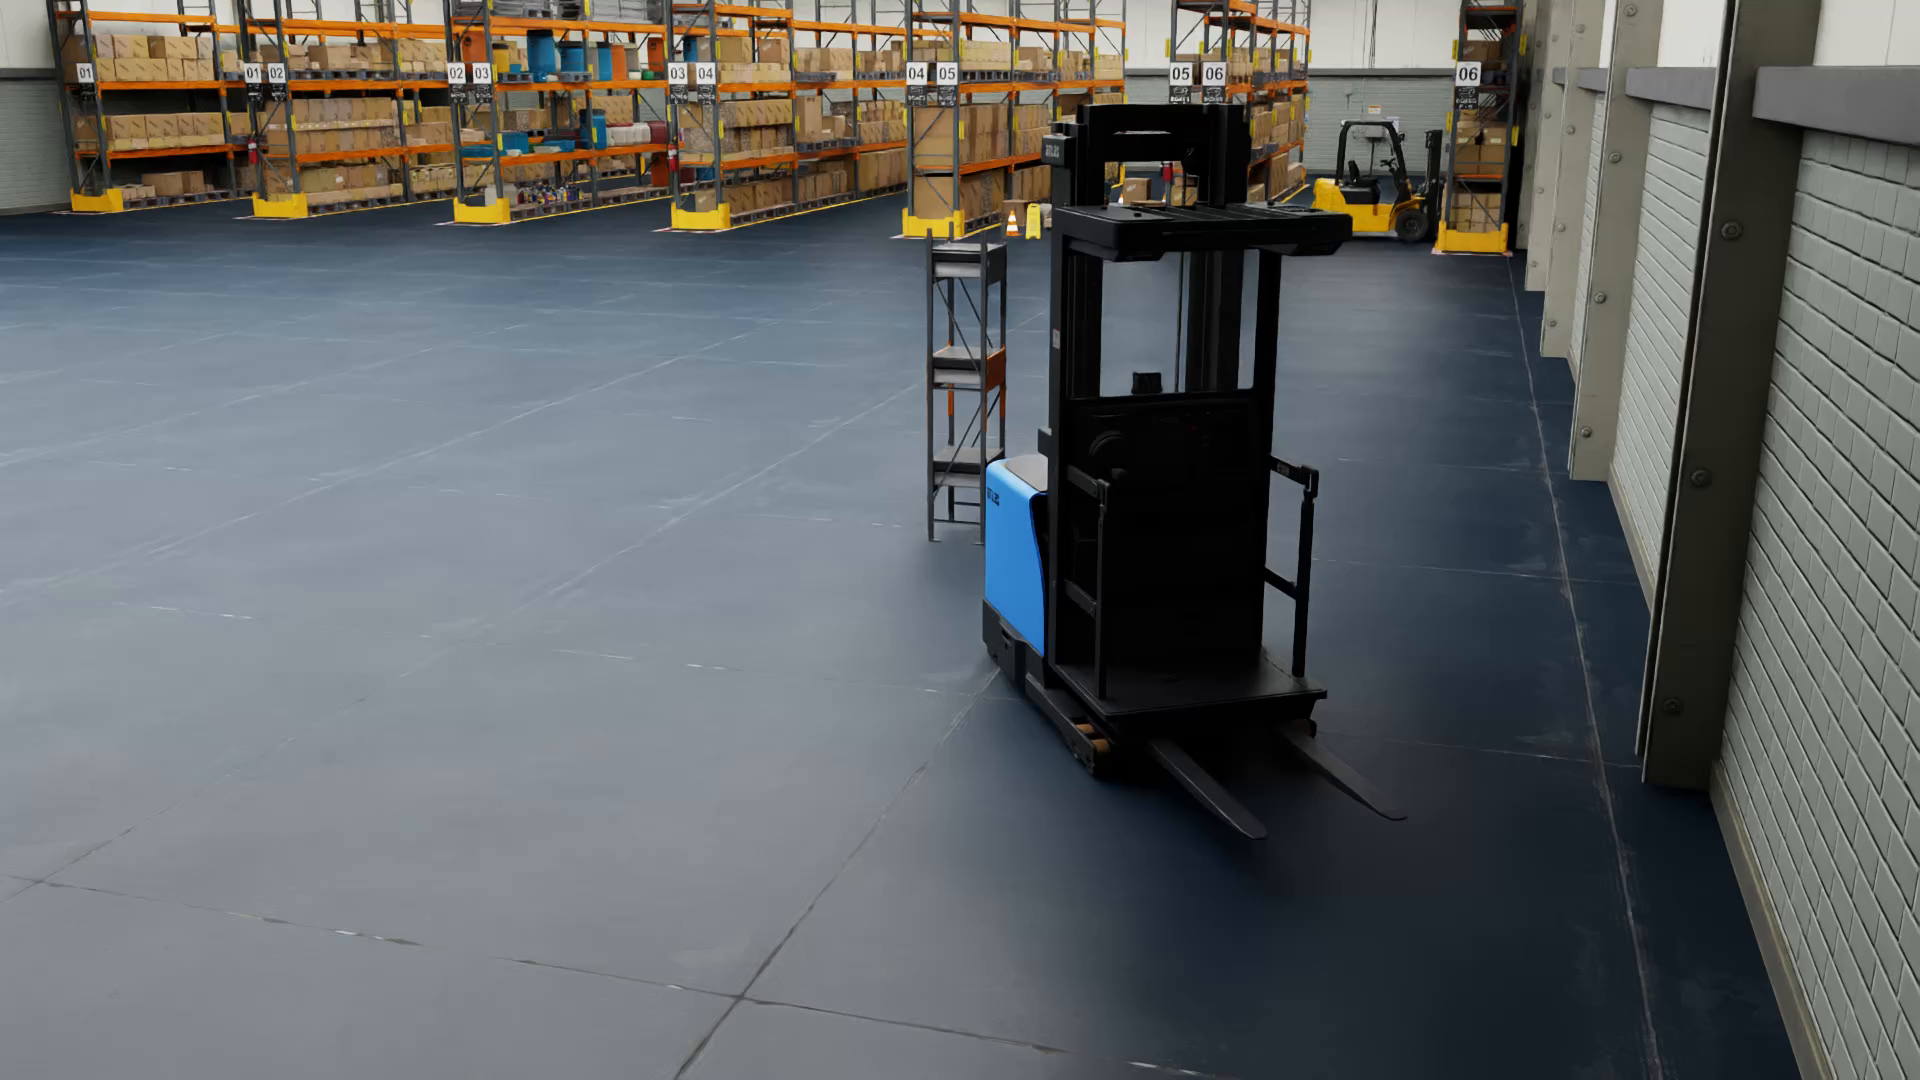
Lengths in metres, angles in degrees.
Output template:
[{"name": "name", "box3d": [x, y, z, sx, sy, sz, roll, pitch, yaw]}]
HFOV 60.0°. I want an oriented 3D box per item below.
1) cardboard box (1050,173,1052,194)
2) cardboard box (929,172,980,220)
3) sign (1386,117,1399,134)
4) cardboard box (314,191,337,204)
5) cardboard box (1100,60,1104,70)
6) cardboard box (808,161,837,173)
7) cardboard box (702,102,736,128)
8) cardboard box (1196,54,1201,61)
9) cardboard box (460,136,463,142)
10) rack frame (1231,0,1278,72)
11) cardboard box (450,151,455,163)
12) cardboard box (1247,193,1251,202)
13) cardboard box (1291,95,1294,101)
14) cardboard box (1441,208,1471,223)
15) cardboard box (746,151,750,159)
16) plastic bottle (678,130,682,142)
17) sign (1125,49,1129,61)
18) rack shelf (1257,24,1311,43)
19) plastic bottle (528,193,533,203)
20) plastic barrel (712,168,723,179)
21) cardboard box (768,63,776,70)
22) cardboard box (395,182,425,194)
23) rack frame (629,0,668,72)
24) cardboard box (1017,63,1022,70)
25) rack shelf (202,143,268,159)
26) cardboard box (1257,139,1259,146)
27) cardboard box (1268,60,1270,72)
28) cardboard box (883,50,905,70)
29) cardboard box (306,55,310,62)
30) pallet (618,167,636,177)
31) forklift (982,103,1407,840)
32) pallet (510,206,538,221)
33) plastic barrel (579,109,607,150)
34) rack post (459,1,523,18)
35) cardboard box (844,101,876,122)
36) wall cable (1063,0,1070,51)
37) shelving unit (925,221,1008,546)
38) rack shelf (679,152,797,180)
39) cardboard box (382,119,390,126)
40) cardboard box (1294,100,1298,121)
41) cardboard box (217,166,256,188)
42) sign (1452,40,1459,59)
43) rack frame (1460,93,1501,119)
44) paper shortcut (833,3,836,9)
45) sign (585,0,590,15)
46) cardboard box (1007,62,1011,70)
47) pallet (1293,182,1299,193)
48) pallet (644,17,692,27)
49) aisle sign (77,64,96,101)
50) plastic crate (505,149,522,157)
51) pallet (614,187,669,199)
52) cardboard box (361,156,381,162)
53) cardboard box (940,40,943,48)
[{"name": "cardboard box", "box3d": [2.215, -8.554, 39.802, 0.500, 0.500, 0.500, 4, 16, 14]}, {"name": "cardboard box", "box3d": [-0.127, -6.889, 33.245, 0.875, 0.875, 0.875, 4, 16, 15]}, {"name": "sign", "box3d": [12.902, -12.371, 49.622, 0.329, 0.494, 0.001, 5, 16, 16]}, {"name": "cardboard box", "box3d": [-14.224, -7.610, 36.932, 0.500, 0.250, 0.500, 5, 16, 16]}, {"name": "cardboard box", "box3d": [3.419, -12.285, 43.005, 0.500, 0.250, 0.500, 5, 16, 16]}, {"name": "cardboard box", "box3d": [-3.260, -8.853, 39.446, 0.500, 0.250, 0.500, 7, 17, 22]}, {"name": "cardboard box", "box3d": [-4.814, -8.503, 33.248, 0.500, 0.500, 0.500, 5, 16, 16]}, {"name": "cardboard box", "box3d": [4.193, -8.821, 30.433, 0.380, 0.149, 0.250, 5, 17, 17]}, {"name": "cardboard box", "box3d": [-12.763, -10.111, 41.940, 0.380, 0.149, 0.250, 6, 17, 20]}, {"name": "rack frame", "box3d": [6.544, -11.918, 36.857, 1.000, 3.000, 0.127, 5, 16, 16]}, {"name": "cardboard box", "box3d": [-15.464, -11.452, 50.018, 0.700, 0.500, 0.500, 5, 17, 17]}, {"name": "cardboard box", "box3d": [5.554, -7.061, 34.772, 0.950, 0.372, 0.625, 5, 17, 17]}, {"name": "cardboard box", "box3d": [8.238, -11.181, 42.048, 0.380, 0.149, 0.250, 5, 16, 15]}, {"name": "cardboard box", "box3d": [8.869, -5.826, 29.727, 0.500, 0.250, 0.500, 4, 16, 15]}, {"name": "cardboard box", "box3d": [-4.573, -7.970, 34.393, 0.380, 0.149, 0.250, 5, 16, 16]}, {"name": "plastic bottle", "box3d": [-7.136, -10.299, 42.357, 0.061, 0.283, 0.133, 5, 16, 16]}, {"name": "sign", "box3d": [4.569, -13.303, 45.615, 0.100, 0.325, 0.005, 5, 16, 16]}, {"name": "rack shelf", "box3d": [8.249, -12.949, 42.544, 1.077, 0.370, 4.000, 5, 16, 16]}, {"name": "plastic bottle", "box3d": [-9.570, -7.617, 37.010, 0.097, 0.201, 0.097, 0, 16, 0]}, {"name": "plastic barrel", "box3d": [-6.741, -10.283, 45.161, 0.600, 0.901, 0.708, 5, 16, 16]}, {"name": "cardboard box", "box3d": [-4.115, -10.000, 35.135, 0.380, 0.149, 0.250, 4, 16, 14]}, {"name": "cardboard box", "box3d": [-13.239, -8.489, 40.030, 0.500, 0.250, 0.500, 4, 16, 15]}, {"name": "rack frame", "box3d": [-7.706, -13.071, 40.921, 1.000, 3.000, 0.127, 5, 16, 16]}, {"name": "cardboard box", "box3d": [1.165, -10.167, 35.689, 0.250, 0.149, 0.380, 5, 16, 16]}, {"name": "rack shelf", "box3d": [-17.773, -10.084, 42.701, 1.077, 0.370, 4.000, 5, 16, 16]}, {"name": "cardboard box", "box3d": [6.139, -8.460, 35.350, 0.380, 0.149, 0.250, 5, 17, 16]}, {"name": "cardboard box", "box3d": [6.222, -9.946, 34.908, 0.500, 0.250, 0.500, 4, 16, 15]}, {"name": "cardboard box", "box3d": [-1.656, -12.798, 44.319, 0.700, 0.500, 0.500, 4, 16, 13]}, {"name": "cardboard box", "box3d": [-14.496, -10.613, 36.891, 0.500, 0.311, 0.500, 7, 17, 22]}, {"name": "pallet", "box3d": [-10.428, -11.092, 50.051, 1.003, 0.211, 1.213, 5, 16, 16]}, {"name": "forklift", "box3d": [1.029, -0.460, 7.580, 1.130, 2.935, 3.031, -5, 16, -16]}, {"name": "pallet", "box3d": [-9.767, -6.986, 35.572, 1.003, 0.211, 1.213, 5, 16, 16]}, {"name": "plastic barrel", "box3d": [-8.443, -9.457, 38.255, 0.600, 0.901, 0.708, 5, 16, 16]}, {"name": "rack post", "box3d": [-9.643, -10.925, 34.272, 0.937, 0.300, 0.954, 7, 17, 22]}, {"name": "cardboard box", "box3d": [-2.547, -10.692, 41.505, 0.797, 0.503, 0.637, 5, 17, 17]}, {"name": "wall cable", "box3d": [4.227, -17.539, 50.780, 2.277, 5.999, 0.120, 5, 16, 16]}, {"name": "shelving unit", "box3d": [0.047, -1.053, 11.196, 0.431, 2.100, 0.503, 5, 16, 16]}, {"name": "rack shelf", "box3d": [-4.663, -7.885, 34.949, 1.077, 0.370, 4.000, 5, 16, 16]}, {"name": "cardboard box", "box3d": [-13.535, -9.731, 38.768, 0.380, 0.149, 0.250, 4, 16, 15]}, {"name": "cardboard box", "box3d": [8.354, -10.978, 42.522, 0.500, 0.500, 0.500, 5, 17, 17]}, {"name": "cardboard box", "box3d": [-18.149, -9.109, 41.723, 0.700, 0.500, 0.500, 5, 17, 18]}, {"name": "sign", "box3d": [8.514, -8.432, 28.585, 0.100, 0.325, 0.005, 5, 16, 16]}, {"name": "rack frame", "box3d": [12.441, -9.695, 40.012, 1.000, 3.000, 0.127, 5, 16, 16]}, {"name": "paper shortcut", "box3d": [-3.086, -13.140, 40.909, 0.009, 0.170, 0.078, 15, -12, 13]}, {"name": "sign", "box3d": [-8.319, -11.878, 37.099, 0.100, 0.325, 0.005, 5, 16, 16]}, {"name": "cardboard box", "box3d": [0.835, -9.795, 34.377, 0.380, 0.149, 0.250, 5, 16, 16]}, {"name": "pallet", "box3d": [8.316, -9.250, 43.555, 1.003, 0.211, 1.213, 5, 16, 16]}, {"name": "pallet", "box3d": [-7.472, -12.974, 41.658, 1.213, 0.211, 1.003, 5, 16, 16]}, {"name": "aisle sign", "box3d": [-19.211, -10.068, 36.566, 0.394, 0.787, 0.004, 5, 16, 16]}, {"name": "plastic crate", "box3d": [-9.417, -8.174, 35.134, 0.298, 0.136, 0.250, 5, 16, 16]}, {"name": "pallet", "box3d": [-7.964, -8.643, 41.416, 1.003, 0.211, 1.213, 5, 16, 16]}, {"name": "cardboard box", "box3d": [-16.615, -10.532, 46.133, 0.750, 0.750, 0.750, 5, 16, 16]}, {"name": "cardboard box", "box3d": [-0.517, -9.567, 32.111, 0.380, 0.149, 0.250, 5, 17, 17]}]
